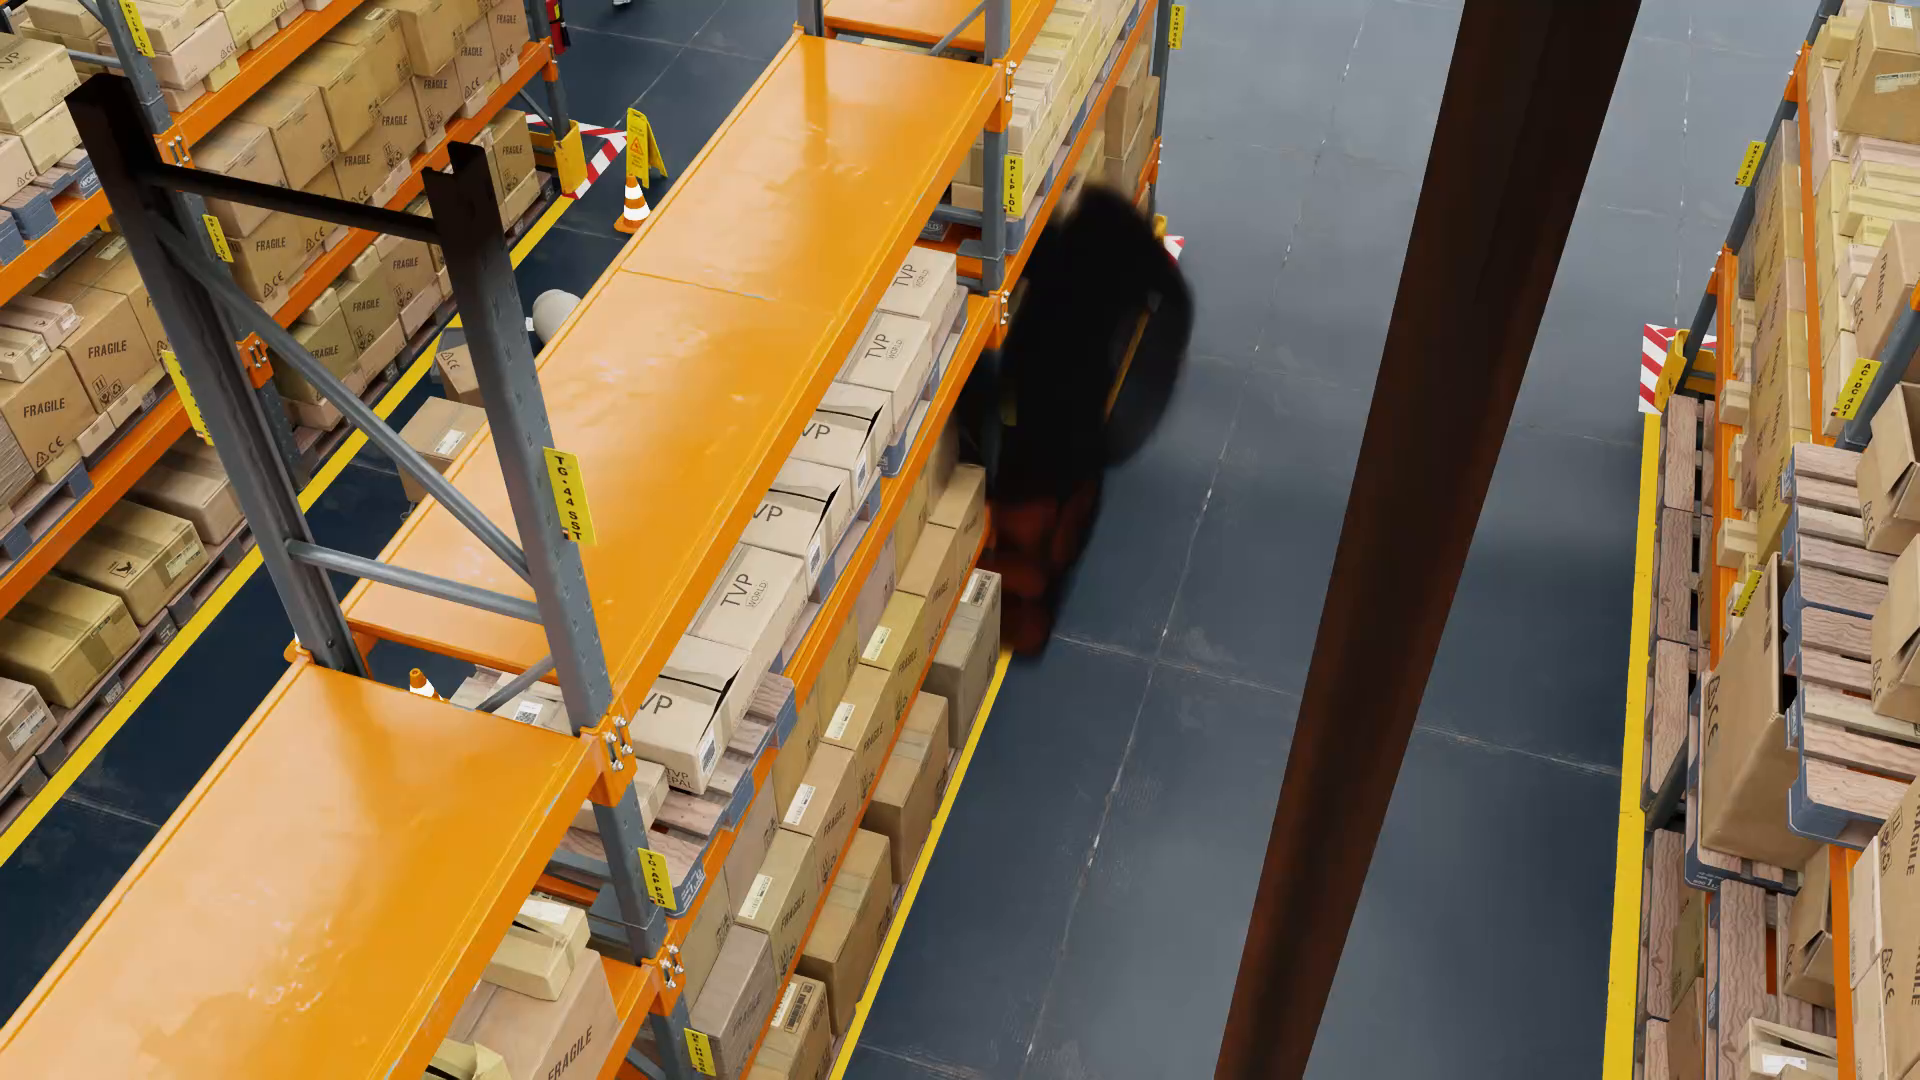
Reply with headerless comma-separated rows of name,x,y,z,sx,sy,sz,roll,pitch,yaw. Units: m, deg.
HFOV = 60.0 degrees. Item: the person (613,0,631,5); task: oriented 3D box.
person,-3.400,-5.973,15.867,0.613,1.590,0.842,6,46,6
